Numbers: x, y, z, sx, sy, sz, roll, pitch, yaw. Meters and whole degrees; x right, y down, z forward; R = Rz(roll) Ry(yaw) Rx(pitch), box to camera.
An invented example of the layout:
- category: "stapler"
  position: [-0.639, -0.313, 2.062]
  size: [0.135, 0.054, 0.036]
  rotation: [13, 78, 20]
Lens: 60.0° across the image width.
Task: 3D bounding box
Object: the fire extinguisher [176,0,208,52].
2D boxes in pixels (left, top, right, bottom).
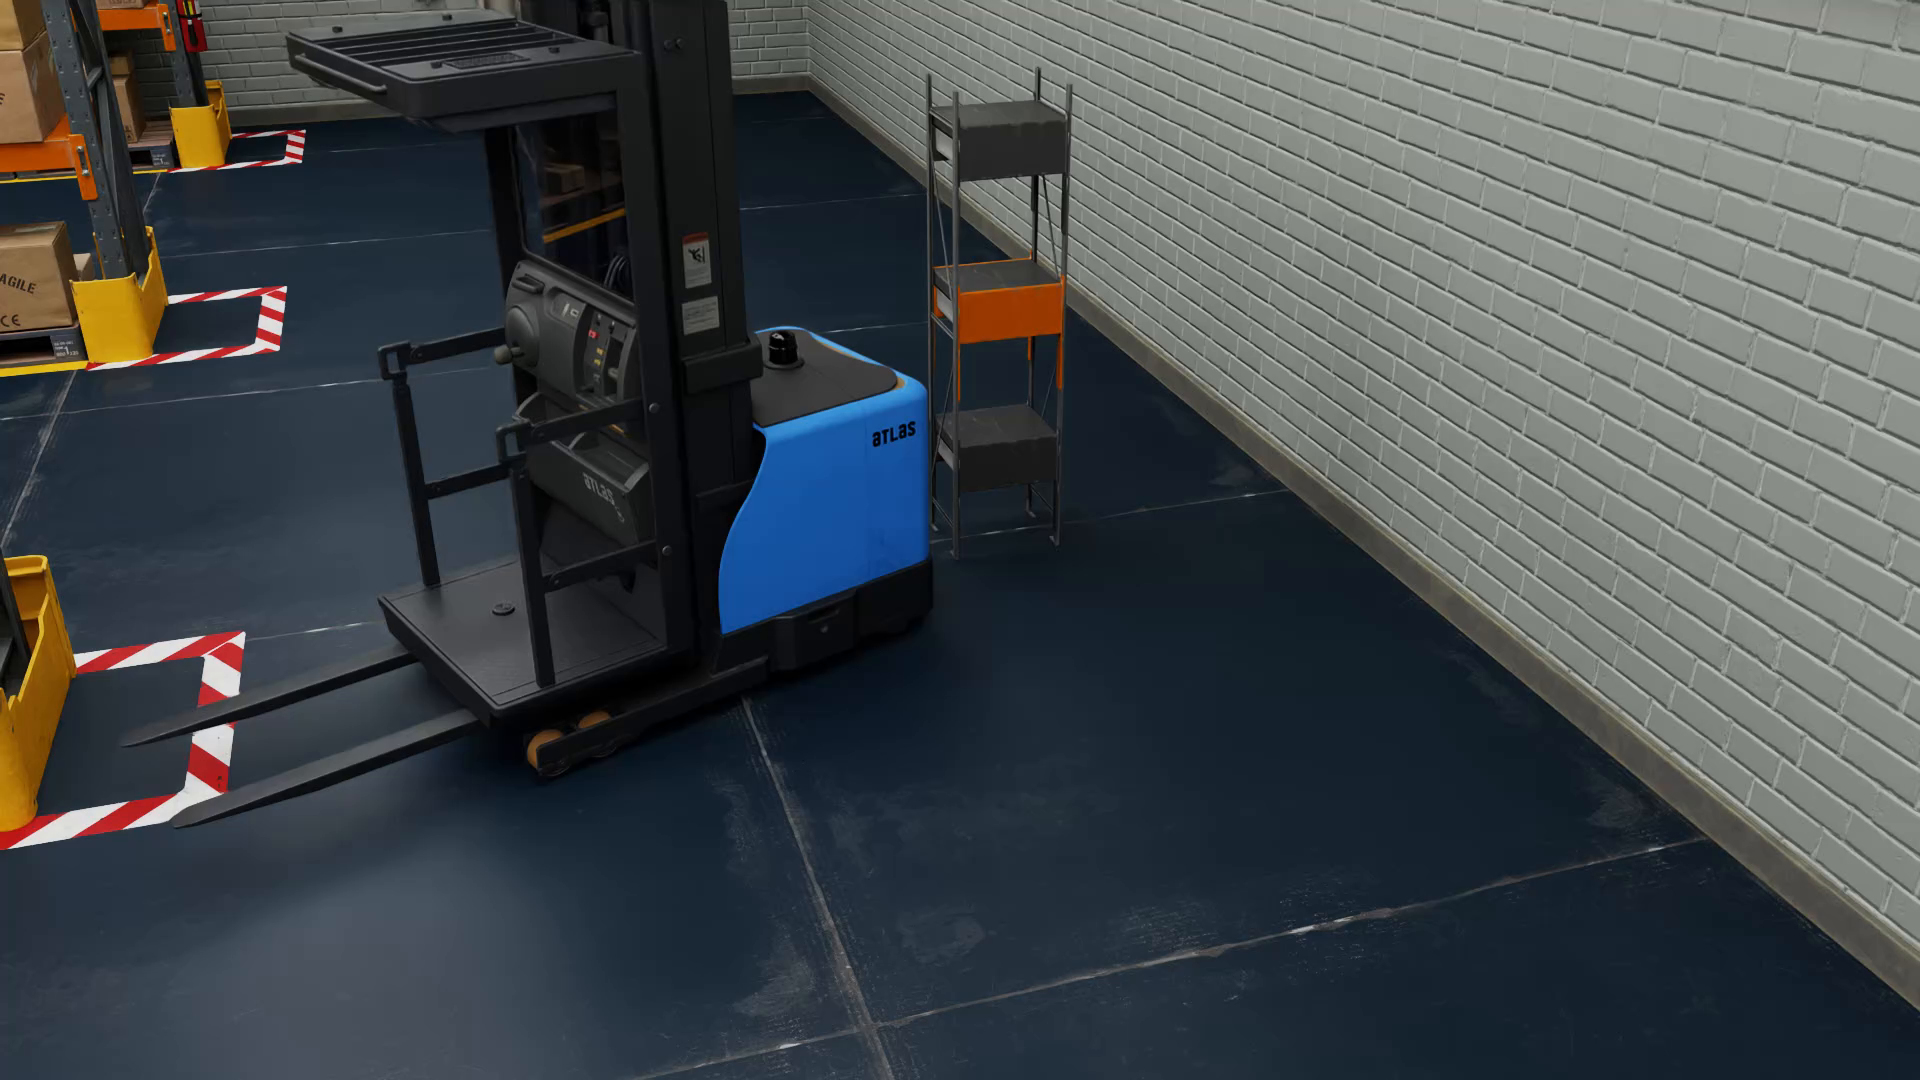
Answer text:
- category: "fire extinguisher"
  position: [-6.354, -4.378, 13.701]
  size: [0.183, 0.674, 0.296]
  rotation: [-8, 28, -16]

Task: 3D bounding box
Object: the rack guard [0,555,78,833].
- category: "rack guard"
  position: [-3.553, 0.546, 6.088]
  size: [0.348, 0.500, 1.175]
  rotation: [-8, 28, -16]

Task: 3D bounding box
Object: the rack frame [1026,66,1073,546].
- category: "rack frame"
  position: [0.389, -0.997, 7.397]
  size: [0.015, 2.100, 0.400]
  rotation: [-8, 28, -16]

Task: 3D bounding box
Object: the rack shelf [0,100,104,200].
- category: "rack shelf"
  position: [-7.004, -2.062, 9.340]
  size: [4.000, 0.370, 1.077]
  rotation: [-8, 28, -16]

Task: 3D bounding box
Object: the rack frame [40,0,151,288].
- category: "rack frame"
  position: [-5.103, -2.660, 9.734]
  size: [0.127, 3.000, 1.000]
  rotation: [-8, 28, -16]

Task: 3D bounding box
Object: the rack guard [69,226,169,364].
- category: "rack guard"
  position: [-5.175, -1.530, 10.269]
  size: [0.348, 0.500, 1.175]
  rotation: [-8, 28, -16]

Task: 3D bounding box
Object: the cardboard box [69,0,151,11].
- category: "cardboard box"
  position: [-7.122, -4.814, 13.736]
  size: [0.700, 0.700, 0.980]
  rotation: [-7, 27, -14]

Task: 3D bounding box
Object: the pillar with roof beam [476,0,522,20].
- category: "pillar with roof beam"
  position: [-3.008, -6.358, 10.437]
  size: [0.400, 9.000, 9.100]
  rotation: [-8, 28, -16]

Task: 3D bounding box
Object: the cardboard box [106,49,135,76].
- category: "cardboard box"
  position: [-7.218, -4.076, 14.196]
  size: [0.250, 0.149, 0.380]
  rotation: [-8, 28, -16]

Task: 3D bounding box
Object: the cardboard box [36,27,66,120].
- category: "cardboard box"
  position: [-5.606, -2.755, 9.814]
  size: [0.500, 0.500, 0.500]
  rotation: [-8, 27, -15]

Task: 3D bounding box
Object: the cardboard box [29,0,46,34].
- category: "cardboard box"
  position: [-5.606, -3.203, 9.591]
  size: [0.500, 0.500, 0.500]
  rotation: [-7, 27, -15]

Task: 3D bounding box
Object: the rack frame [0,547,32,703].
- category: "rack frame"
  position: [-3.572, -0.565, 5.515]
  size: [0.127, 3.000, 1.000]
  rotation: [-8, 28, -16]

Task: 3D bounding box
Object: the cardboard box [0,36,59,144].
- category: "cardboard box"
  position: [-5.444, -2.528, 9.356]
  size: [0.500, 0.500, 0.500]
  rotation: [-7, 27, -15]

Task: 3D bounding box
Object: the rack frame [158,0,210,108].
- category: "rack frame"
  position: [-6.640, -4.754, 13.952]
  size: [0.127, 3.000, 1.000]
  rotation: [-8, 28, -16]

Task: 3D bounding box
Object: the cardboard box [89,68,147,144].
- category: "cardboard box"
  position: [-7.275, -3.684, 14.135]
  size: [0.500, 0.500, 0.700]
  rotation: [-8, 28, -16]

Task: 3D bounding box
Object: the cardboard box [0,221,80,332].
- category: "cardboard box"
  position: [-5.543, -1.558, 9.832]
  size: [0.500, 0.500, 0.500]
  rotation: [-8, 28, -16]

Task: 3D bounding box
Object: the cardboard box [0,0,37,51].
- category: "cardboard box"
  position: [-5.441, -2.975, 9.132]
  size: [0.500, 0.500, 0.500]
  rotation: [-8, 28, -17]

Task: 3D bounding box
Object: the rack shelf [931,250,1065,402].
- category: "rack shelf"
  position: [0.157, -0.951, 7.335]
  size: [0.480, 0.518, 0.431]
  rotation: [-8, 28, -16]

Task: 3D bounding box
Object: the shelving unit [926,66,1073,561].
- category: "shelving unit"
  position: [0.157, -0.963, 7.329]
  size: [0.503, 2.100, 0.431]
  rotation: [-8, 28, -16]

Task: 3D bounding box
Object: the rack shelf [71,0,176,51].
- category: "rack shelf"
  position: [-8.542, -4.156, 13.558]
  size: [4.000, 0.370, 1.077]
  rotation: [-8, 28, -16]

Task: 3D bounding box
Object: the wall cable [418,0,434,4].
- category: "wall cable"
  position: [-5.716, -5.785, 14.887]
  size: [1.851, 1.984, 0.084]
  rotation: [-8, 28, -16]

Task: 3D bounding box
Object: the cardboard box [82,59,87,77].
- category: "cardboard box"
  position: [-7.340, -3.879, 13.800]
  size: [0.250, 0.149, 0.380]
  rotation: [-9, 28, -17]

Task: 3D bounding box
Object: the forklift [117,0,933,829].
- category: "forklift"
  position: [-1.576, -0.722, 5.908]
  size: [3.031, 2.935, 1.130]
  rotation: [-20, 33, -34]

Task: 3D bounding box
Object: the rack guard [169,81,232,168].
- category: "rack guard"
  position: [-6.617, -3.638, 14.515]
  size: [0.348, 0.500, 1.175]
  rotation: [-8, 28, -16]

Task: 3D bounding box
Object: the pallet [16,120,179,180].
- category: "pallet"
  position: [-7.376, -3.362, 14.284]
  size: [1.213, 0.211, 1.003]
  rotation: [-8, 28, -16]

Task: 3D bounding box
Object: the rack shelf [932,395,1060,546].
- category: "rack shelf"
  position: [0.157, -0.324, 7.646]
  size: [0.480, 0.518, 0.431]
  rotation: [-8, 28, -16]

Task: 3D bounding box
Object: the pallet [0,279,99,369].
- category: "pallet"
  position: [-5.933, -1.290, 10.112]
  size: [1.213, 0.211, 1.003]
  rotation: [-8, 28, -16]

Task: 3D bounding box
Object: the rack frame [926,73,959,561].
- category: "rack frame"
  position: [-0.075, -0.930, 7.261]
  size: [0.015, 2.100, 0.400]
  rotation: [-8, 28, -16]

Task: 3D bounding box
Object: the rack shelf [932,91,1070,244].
- category: "rack shelf"
  position: [0.157, -1.578, 7.024]
  size: [0.480, 0.518, 0.431]
  rotation: [-8, 28, -16]

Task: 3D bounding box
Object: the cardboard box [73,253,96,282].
- category: "cardboard box"
  position: [-5.607, -1.668, 10.447]
  size: [0.250, 0.149, 0.380]
  rotation: [-8, 28, -16]

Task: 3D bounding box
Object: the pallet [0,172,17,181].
- category: "pallet"
  position: [-8.534, -3.195, 13.949]
  size: [1.213, 0.211, 1.003]
  rotation: [-8, 28, -16]
